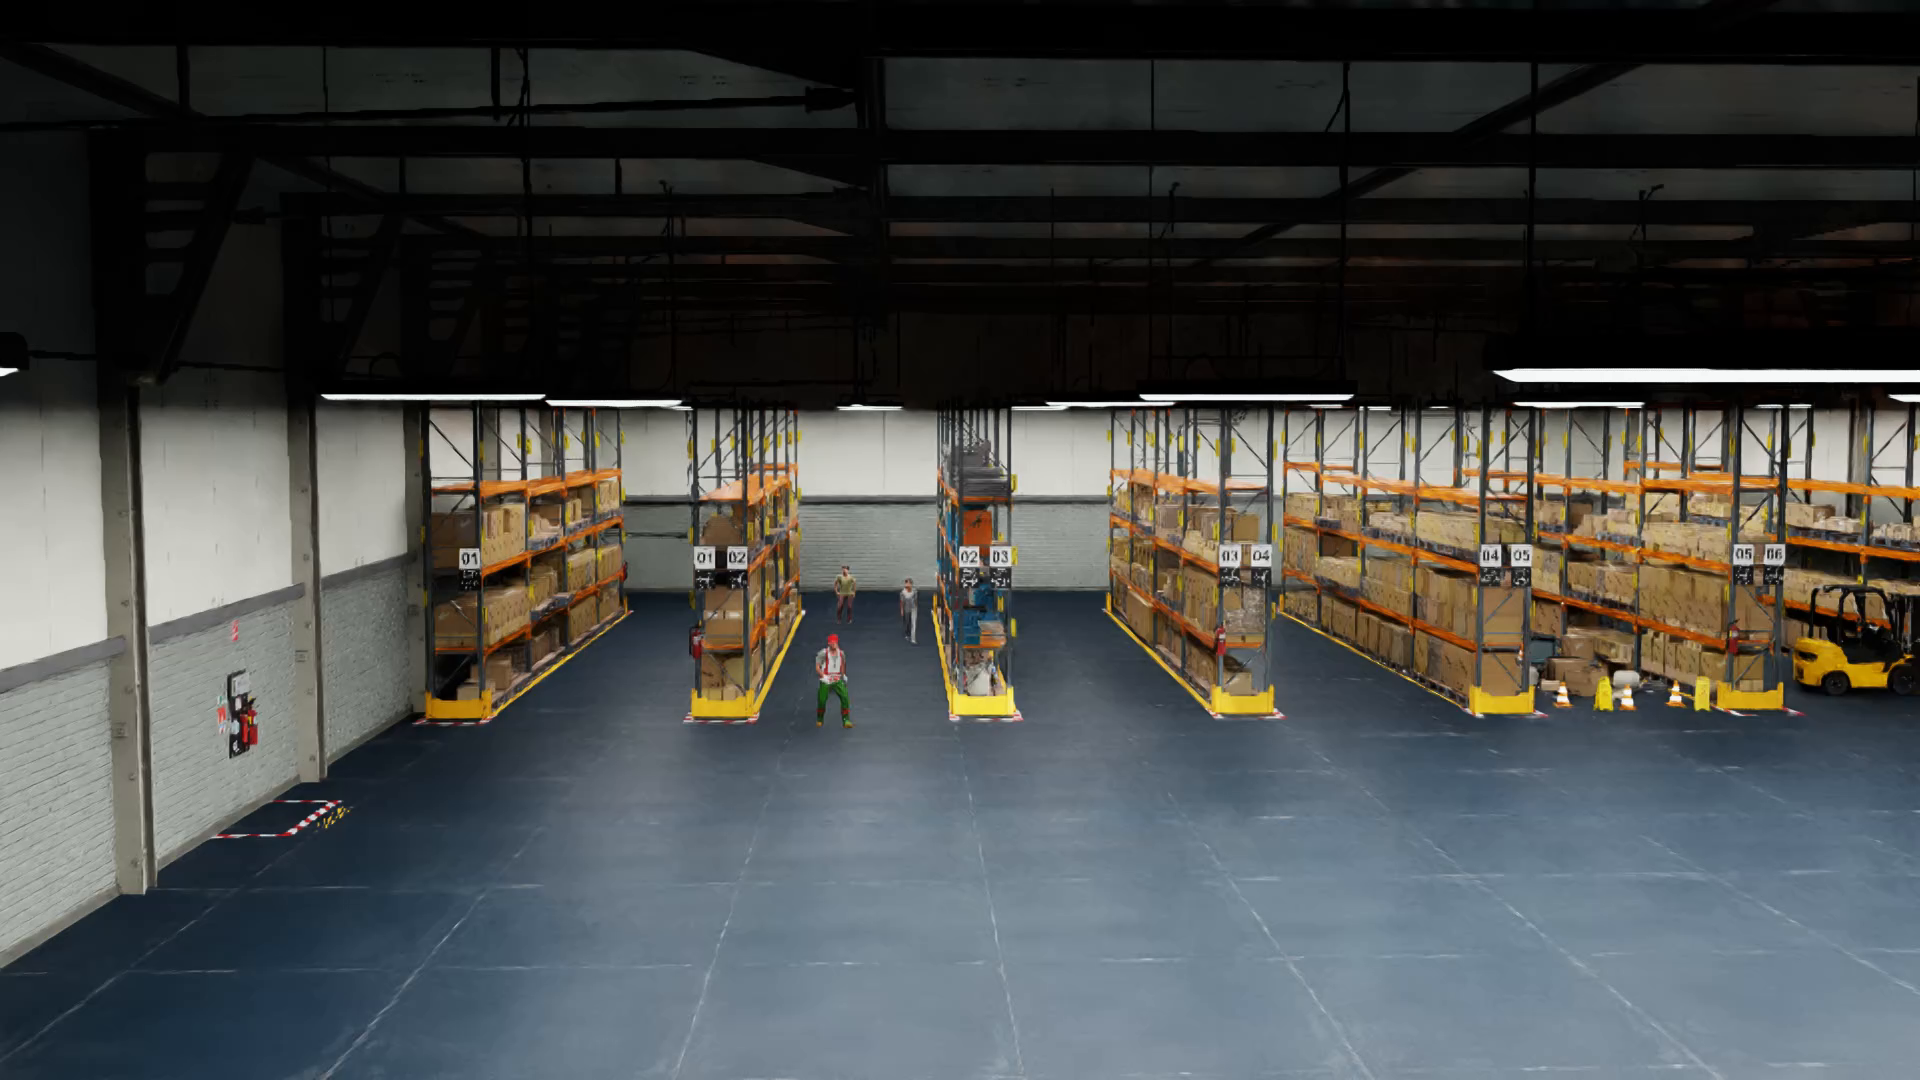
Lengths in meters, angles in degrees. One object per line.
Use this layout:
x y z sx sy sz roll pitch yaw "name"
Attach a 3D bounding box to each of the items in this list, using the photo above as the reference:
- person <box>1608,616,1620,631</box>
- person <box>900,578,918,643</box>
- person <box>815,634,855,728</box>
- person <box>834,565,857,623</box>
16.481 1.630 42.053 0.455 1.677 0.525 2 5 29 "person"
-1.272 1.731 41.191 0.446 1.590 1.106 0 4 1 "person"
-2.315 2.533 30.026 0.668 1.722 0.793 -2 5 -22 "person"
-3.091 1.457 44.882 0.598 1.618 0.507 0 4 -4 "person"
